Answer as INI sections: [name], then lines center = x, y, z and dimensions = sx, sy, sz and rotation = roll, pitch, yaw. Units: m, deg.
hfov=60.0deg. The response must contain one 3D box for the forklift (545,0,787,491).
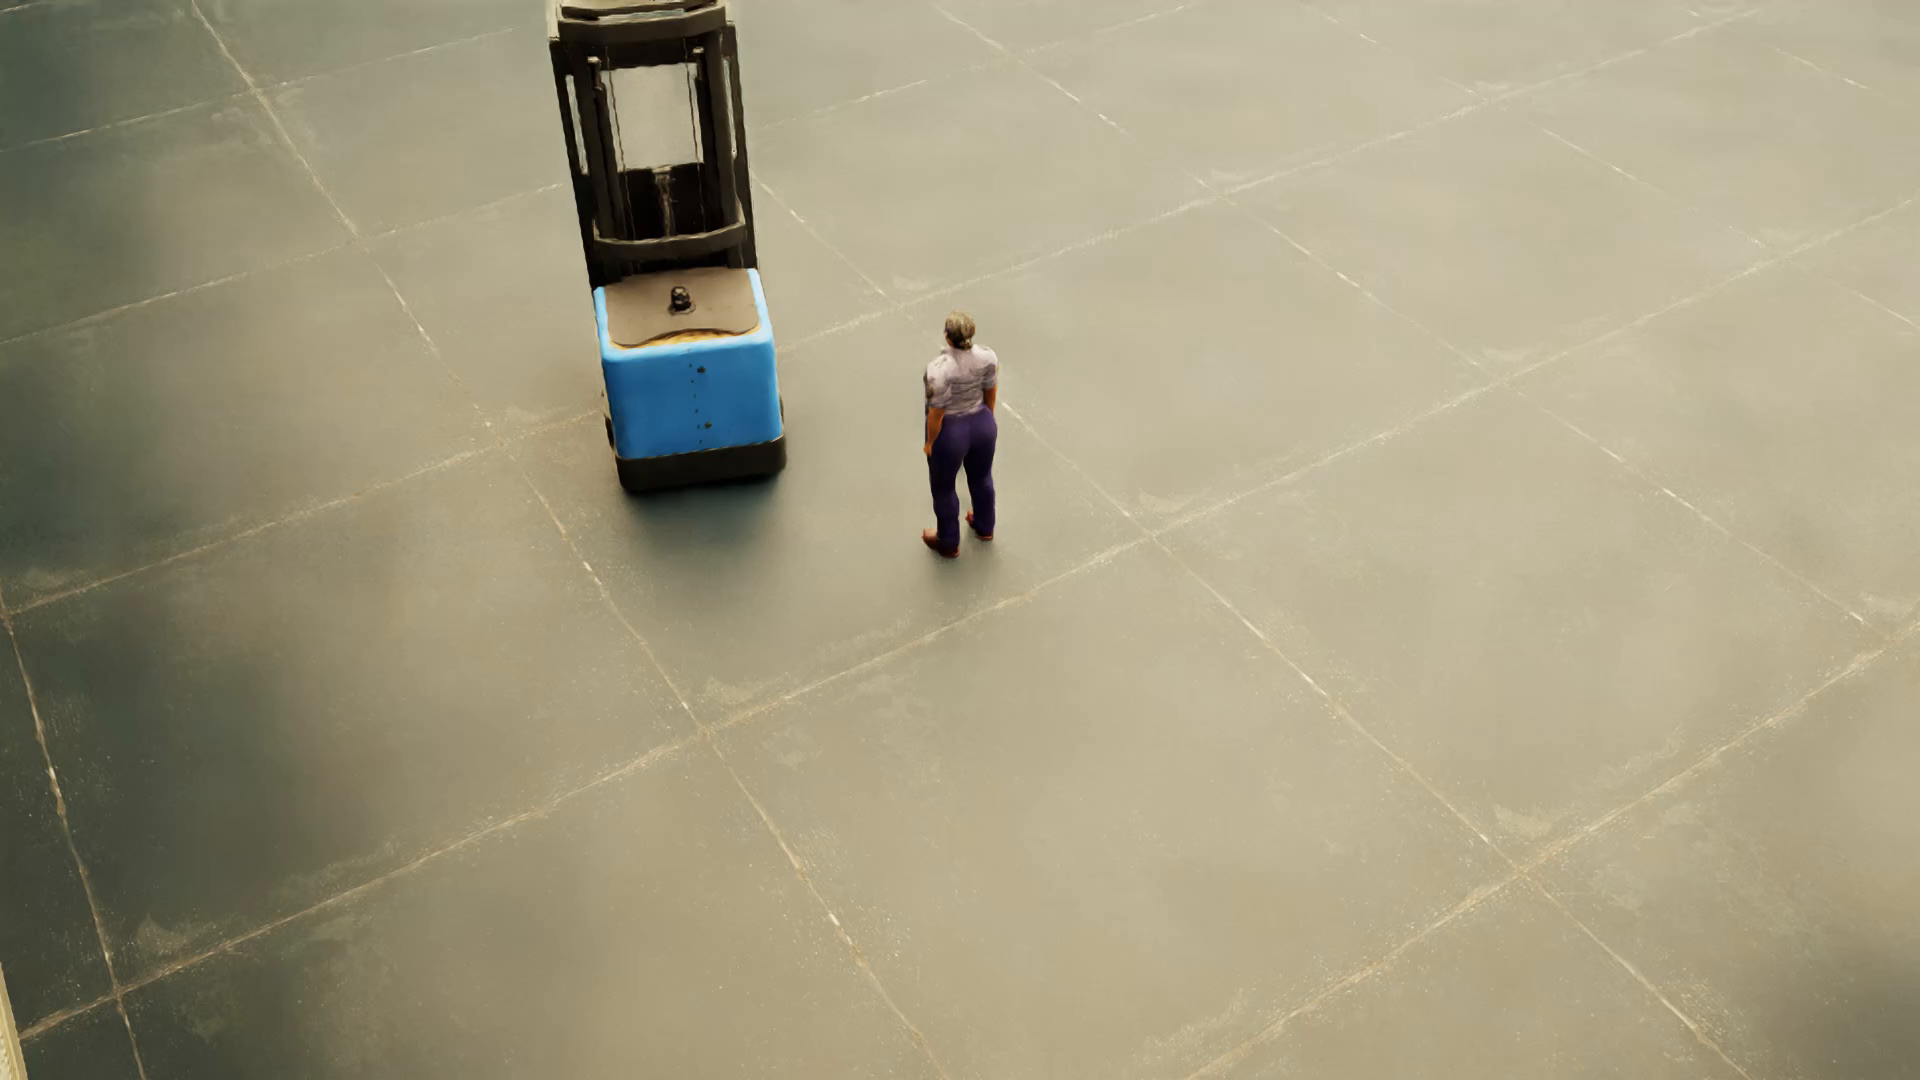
[forklift]
center = -1.920, -2.390, 10.606
dimensions = 1.130, 2.935, 3.031
rotation = -8, 42, -9

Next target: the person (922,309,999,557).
[person]
center = -0.002, -0.625, 9.575
dimensions = 0.480, 1.639, 0.349
rotation = -23, 46, -24
